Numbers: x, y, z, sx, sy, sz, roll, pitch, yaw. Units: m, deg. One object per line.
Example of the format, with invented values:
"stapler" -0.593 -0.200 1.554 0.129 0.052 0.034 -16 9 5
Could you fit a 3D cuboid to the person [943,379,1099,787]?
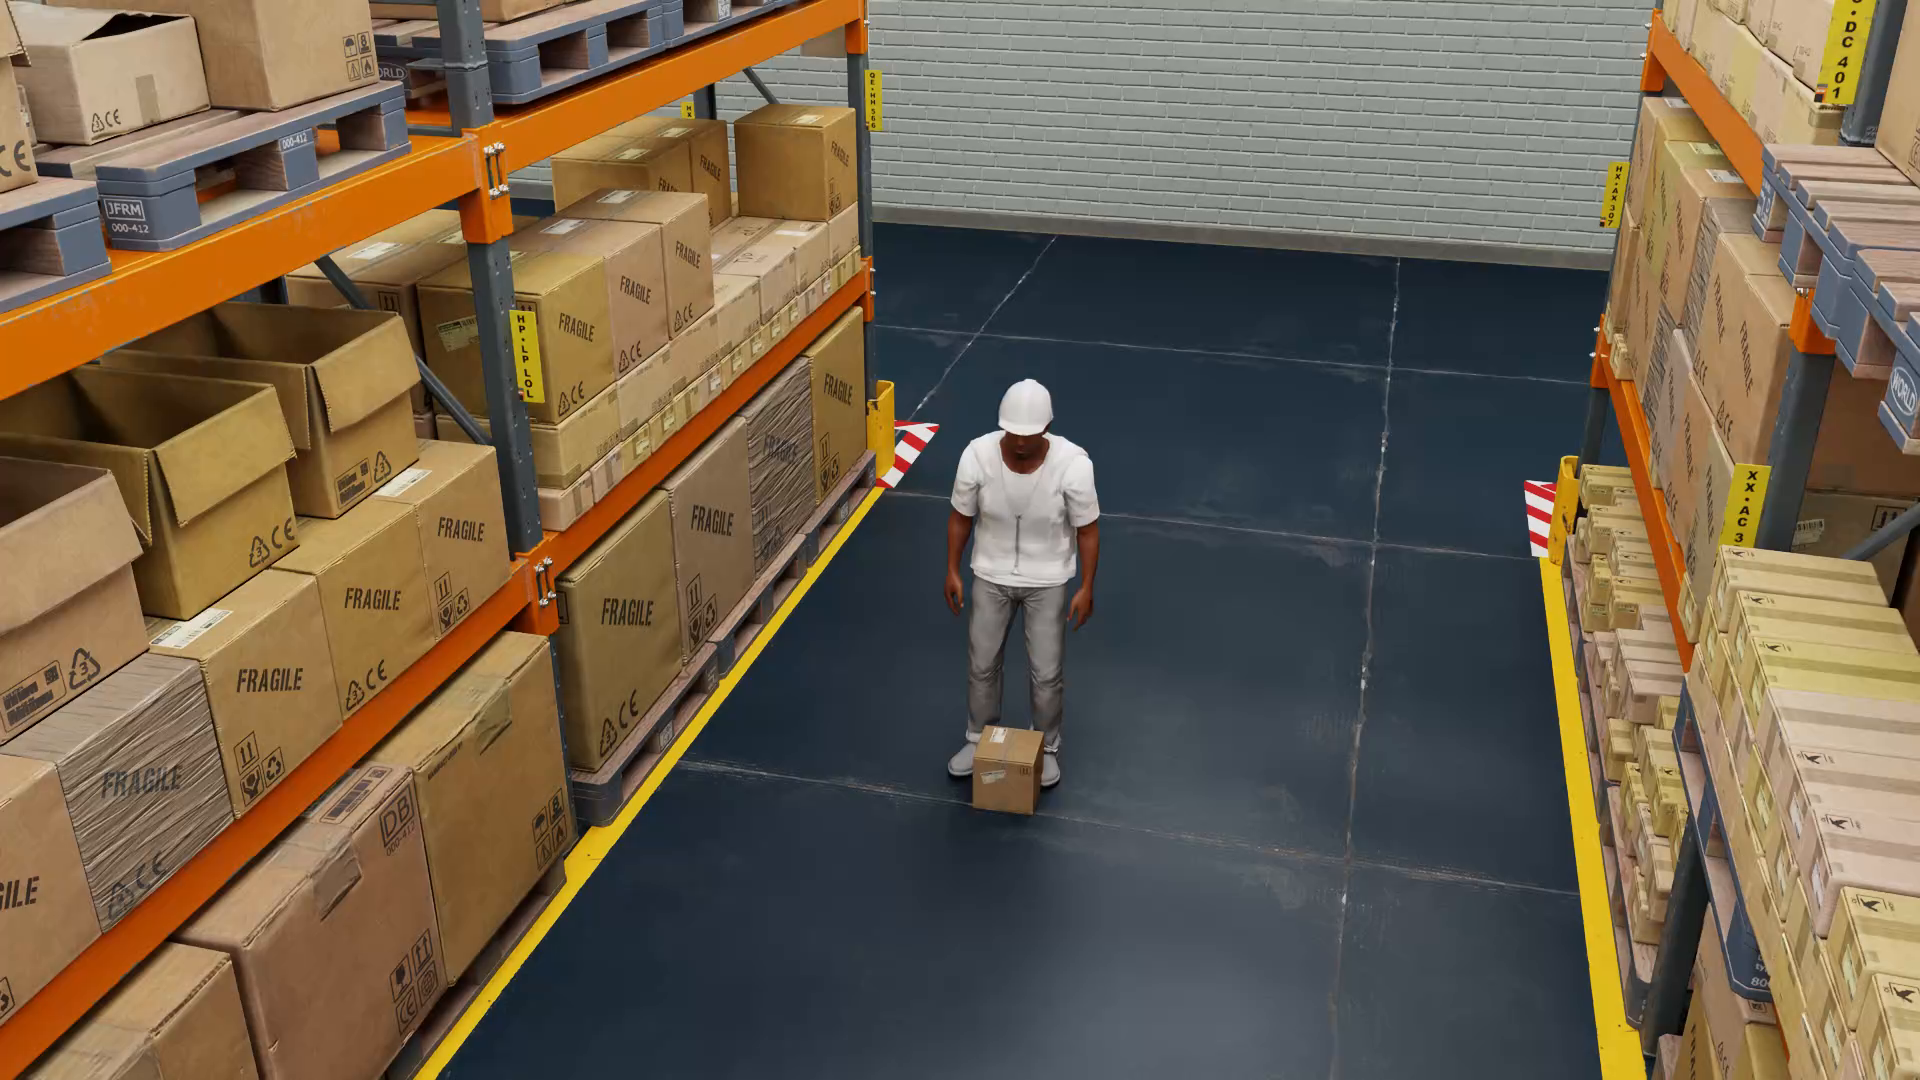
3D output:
"person" 0.241 0.167 6.733 0.626 1.760 0.458 5 26 12
